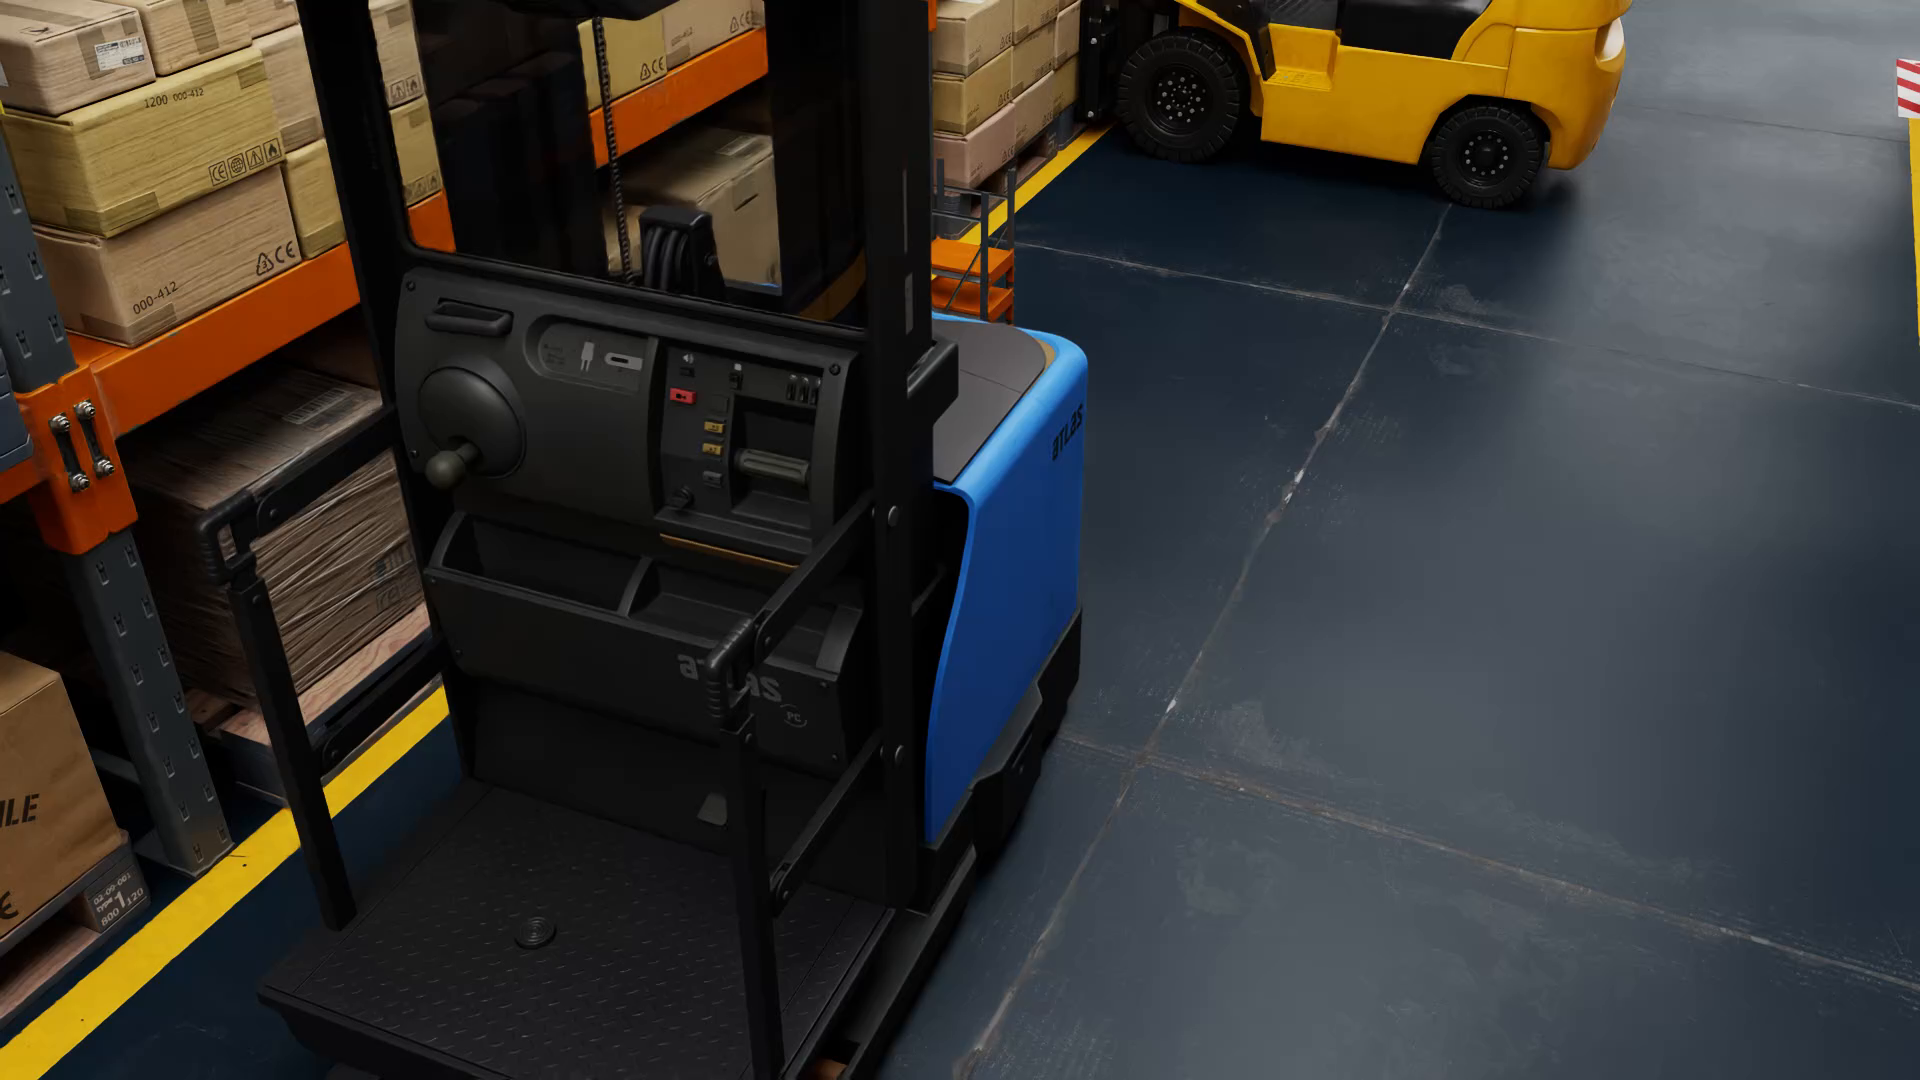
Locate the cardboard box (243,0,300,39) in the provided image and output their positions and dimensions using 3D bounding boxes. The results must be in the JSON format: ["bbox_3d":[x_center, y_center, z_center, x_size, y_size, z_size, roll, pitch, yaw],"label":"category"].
[{"bbox_3d":[-1.667,-1.252,3.741,0.380,0.149,0.250,15,36,22],"label":"cardboard box"}]

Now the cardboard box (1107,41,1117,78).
[{"bbox_3d":[0.544,-2.527,8.494,0.500,0.250,0.500,15,36,22],"label":"cardboard box"}]

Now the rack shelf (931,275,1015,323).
[{"bbox_3d":[0.006,-0.673,4.825,0.258,0.103,0.180,14,36,20],"label":"rack shelf"}]

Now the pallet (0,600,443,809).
[{"bbox_3d":[-1.882,0.185,4.776,1.003,0.211,1.213,14,36,20],"label":"pallet"}]

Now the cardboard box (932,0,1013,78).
[{"bbox_3d":[-0.101,-2.185,7.060,0.500,0.250,0.500,14,36,20],"label":"cardboard box"}]

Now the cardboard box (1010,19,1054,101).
[{"bbox_3d":[0.103,-2.229,7.582,0.500,0.250,0.500,14,36,20],"label":"cardboard box"}]

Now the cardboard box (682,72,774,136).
[{"bbox_3d":[-0.797,-1.493,6.573,0.875,0.625,0.625,16,36,23],"label":"cardboard box"}]

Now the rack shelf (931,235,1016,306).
[{"bbox_3d":[0.006,-0.773,4.759,0.258,0.103,0.180,14,36,20],"label":"rack shelf"}]

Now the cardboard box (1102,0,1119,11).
[{"bbox_3d":[0.536,-2.728,8.343,0.500,0.250,0.500,14,36,20],"label":"cardboard box"}]

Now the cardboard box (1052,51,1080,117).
[{"bbox_3d":[0.314,-2.279,8.115,0.500,0.250,0.500,15,36,21],"label":"cardboard box"}]

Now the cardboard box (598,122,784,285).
[{"bbox_3d":[-1.129,-1.108,5.987,0.875,0.625,0.625,14,36,20],"label":"cardboard box"}]

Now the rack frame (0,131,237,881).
[{"bbox_3d":[-2.262,-0.580,3.399,1.000,3.000,0.127,14,36,20],"label":"rack frame"}]

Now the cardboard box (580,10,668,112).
[{"bbox_3d":[-1.212,-1.448,4.859,0.500,0.250,0.500,15,36,22],"label":"cardboard box"}]

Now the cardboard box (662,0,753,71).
[{"bbox_3d":[-1.003,-1.707,5.254,0.500,0.250,0.500,14,36,21],"label":"cardboard box"}]

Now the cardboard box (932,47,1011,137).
[{"bbox_3d":[-0.106,-1.977,7.199,0.500,0.250,0.500,14,36,20],"label":"cardboard box"}]

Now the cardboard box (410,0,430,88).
[{"bbox_3d":[-1.409,-1.397,4.326,0.500,0.250,0.500,13,36,19],"label":"cardboard box"}]

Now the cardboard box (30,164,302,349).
[{"bbox_3d":[-1.855,-0.682,3.692,0.500,0.250,0.500,14,36,21],"label":"cardboard box"}]

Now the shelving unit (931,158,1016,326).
[{"bbox_3d":[0.006,-0.509,4.932,0.258,1.200,0.189,14,36,20],"label":"shelving unit"}]

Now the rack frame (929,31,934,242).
[{"bbox_3d":[-0.589,-2.572,6.438,1.000,3.000,0.127,14,36,20],"label":"rack frame"}]

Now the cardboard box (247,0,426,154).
[{"bbox_3d":[-1.644,-1.141,3.935,0.500,0.250,0.500,15,36,22],"label":"cardboard box"}]

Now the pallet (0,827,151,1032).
[{"bbox_3d":[-2.609,0.949,3.610,1.003,0.211,1.213,14,36,20],"label":"pallet"}]

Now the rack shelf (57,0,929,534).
[{"bbox_3d":[-1.426,-1.276,5.116,1.077,0.370,4.000,14,36,20],"label":"rack shelf"}]

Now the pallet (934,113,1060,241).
[{"bbox_3d":[-0.218,-1.793,7.792,1.003,0.211,1.213,14,36,20],"label":"pallet"}]

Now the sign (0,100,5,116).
[{"bbox_3d":[-1.765,-0.912,2.921,0.100,0.325,0.005,14,36,20],"label":"sign"}]

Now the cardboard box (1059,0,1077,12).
[{"bbox_3d":[0.319,-2.688,7.827,0.500,0.250,0.500,15,36,22],"label":"cardboard box"}]

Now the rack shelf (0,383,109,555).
[{"bbox_3d":[-3.099,0.717,2.078,1.077,0.370,4.000,14,36,20],"label":"rack shelf"}]

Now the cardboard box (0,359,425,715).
[{"bbox_3d":[-1.989,-0.070,4.404,0.875,0.625,0.625,15,36,22],"label":"cardboard box"}]

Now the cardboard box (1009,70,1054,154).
[{"bbox_3d":[0.113,-2.020,7.719,0.500,0.250,0.500,13,36,19],"label":"cardboard box"}]

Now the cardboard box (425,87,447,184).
[{"bbox_3d":[-1.431,-1.190,4.466,0.500,0.250,0.500,13,35,19],"label":"cardboard box"}]

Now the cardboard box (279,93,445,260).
[{"bbox_3d":[-1.640,-0.932,4.072,0.500,0.250,0.500,13,36,19],"label":"cardboard box"}]

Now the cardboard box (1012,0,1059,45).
[{"bbox_3d":[0.122,-2.438,7.445,0.500,0.250,0.500,14,36,21],"label":"cardboard box"}]

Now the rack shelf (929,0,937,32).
[{"bbox_3d":[0.248,-3.268,8.154,1.077,0.370,4.000,14,36,20],"label":"rack shelf"}]

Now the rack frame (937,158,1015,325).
[{"bbox_3d":[0.044,-0.555,5.001,0.240,1.200,0.006,14,36,20],"label":"rack frame"}]

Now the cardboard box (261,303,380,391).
[{"bbox_3d":[-1.723,-0.398,4.903,0.875,0.625,0.625,15,36,22],"label":"cardboard box"}]

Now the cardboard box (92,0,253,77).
[{"bbox_3d":[-1.751,-1.118,3.536,0.380,0.149,0.250,15,36,22],"label":"cardboard box"}]

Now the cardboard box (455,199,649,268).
[{"bbox_3d":[-1.441,-0.733,5.415,0.875,0.625,0.625,13,35,19],"label":"cardboard box"}]

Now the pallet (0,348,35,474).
[{"bbox_3d":[-2.482,-0.146,2.913,1.213,0.211,1.003,14,36,20],"label":"pallet"}]

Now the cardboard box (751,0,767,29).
[{"bbox_3d":[-0.767,-1.947,5.621,0.500,0.250,0.500,14,36,20],"label":"cardboard box"}]

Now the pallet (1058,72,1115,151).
[{"bbox_3d":[0.291,-2.403,8.722,1.003,0.211,1.213,14,36,20],"label":"pallet"}]

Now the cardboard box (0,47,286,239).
[{"bbox_3d":[-1.832,-0.886,3.546,0.500,0.250,0.500,14,36,20],"label":"cardboard box"}]

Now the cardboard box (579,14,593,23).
[{"bbox_3d":[-1.218,-1.657,4.723,0.500,0.250,0.500,15,36,21],"label":"cardboard box"}]

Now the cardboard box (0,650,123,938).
[{"bbox_3d":[-2.244,0.549,3.573,0.500,0.500,0.500,15,36,22],"label":"cardboard box"}]

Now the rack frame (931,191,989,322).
[{"bbox_3d":[-0.032,-0.463,4.862,0.240,1.200,0.006,14,36,20],"label":"rack frame"}]

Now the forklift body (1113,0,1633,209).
[{"bbox_3d":[1.948,-2.847,7.630,2.313,2.155,1.214,14,36,20],"label":"forklift body"}]

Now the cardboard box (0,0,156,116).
[{"bbox_3d":[-1.861,-0.985,3.333,0.380,0.149,0.250,15,36,22],"label":"cardboard box"}]

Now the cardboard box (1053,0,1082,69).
[{"bbox_3d":[0.324,-2.476,7.960,0.500,0.250,0.500,14,36,20],"label":"cardboard box"}]

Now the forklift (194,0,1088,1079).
[{"bbox_3d":[-0.708,-0.174,2.843,1.130,2.935,3.031,13,35,19],"label":"forklift"}]

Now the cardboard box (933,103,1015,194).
[{"bbox_3d":[-0.086,-1.763,7.328,0.500,0.250,0.500,15,36,21],"label":"cardboard box"}]
